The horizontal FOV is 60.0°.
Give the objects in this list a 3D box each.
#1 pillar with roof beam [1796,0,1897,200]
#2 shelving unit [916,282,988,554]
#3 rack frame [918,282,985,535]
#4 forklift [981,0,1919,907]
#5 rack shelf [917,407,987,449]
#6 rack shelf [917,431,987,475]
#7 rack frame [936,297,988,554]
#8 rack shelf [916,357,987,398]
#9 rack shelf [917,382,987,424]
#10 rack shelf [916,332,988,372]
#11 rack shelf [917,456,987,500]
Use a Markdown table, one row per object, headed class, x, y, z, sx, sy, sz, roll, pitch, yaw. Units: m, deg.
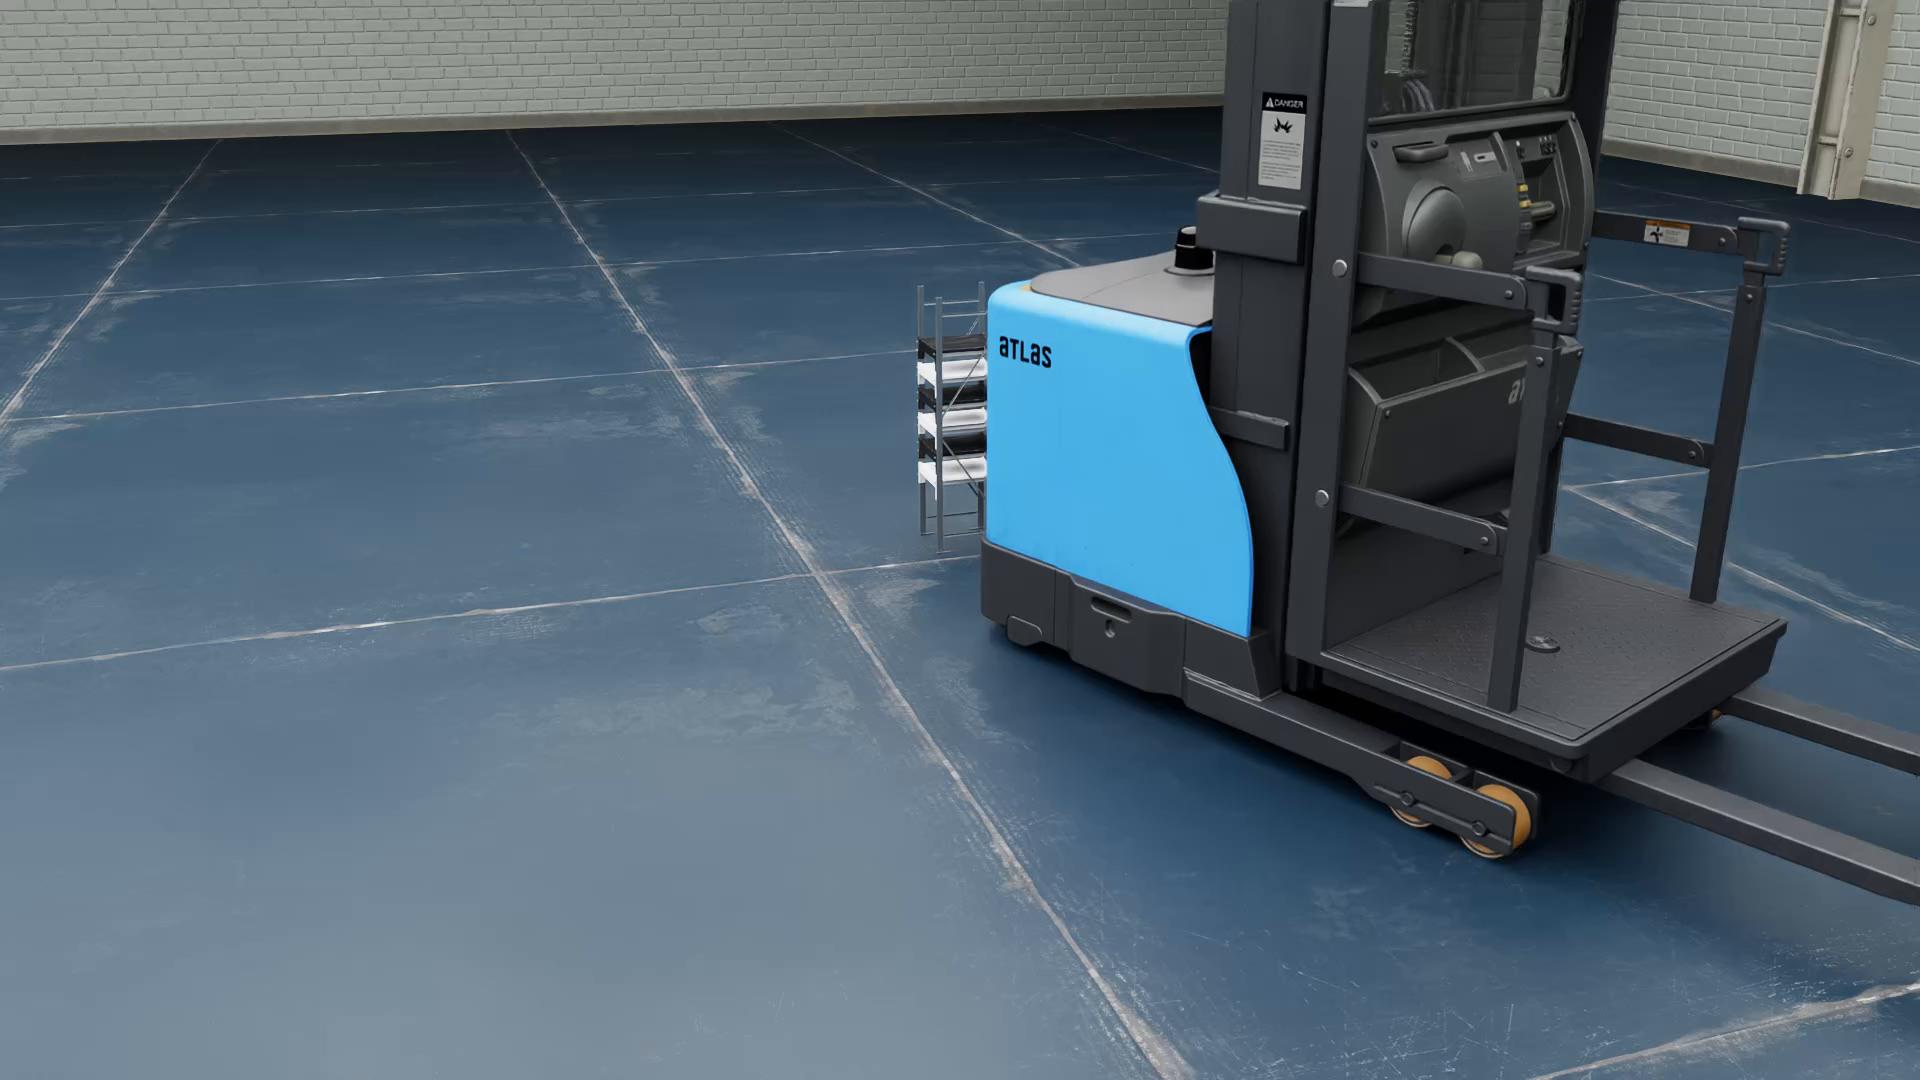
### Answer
| class | x | y | z | sx | sy | sz | roll | pitch | yaw |
| --- | --- | --- | --- | --- | --- | --- | --- | --- | --- |
| pillar with roof beam | 3.208 | -6.670 | 11.174 | 9.100 | 9.000 | 0.400 | -6 | 21 | -17 |
| shelving unit | 0.003 | -0.421 | 5.757 | 0.258 | 0.900 | 0.210 | -6 | 21 | -17 |
| rack frame | -0.029 | -0.454 | 5.848 | 0.240 | 0.900 | 0.006 | -6 | 21 | -17 |
| forklift | 1.422 | -0.836 | 3.907 | 1.130 | 2.935 | 3.031 | -17 | 26 | -39 |
| rack shelf | 0.003 | -0.390 | 5.768 | 0.258 | 0.077 | 0.200 | -6 | 21 | -17 |
| rack shelf | 0.003 | -0.305 | 5.799 | 0.258 | 0.077 | 0.200 | -6 | 21 | -17 |
| rack frame | 0.034 | -0.388 | 5.666 | 0.240 | 0.900 | 0.006 | -6 | 21 | -17 |
| rack shelf | 0.003 | -0.559 | 5.708 | 0.258 | 0.077 | 0.200 | -6 | 21 | -17 |
| rack shelf | 0.003 | -0.474 | 5.738 | 0.258 | 0.077 | 0.200 | -6 | 21 | -17 |
| rack shelf | 0.003 | -0.644 | 5.677 | 0.258 | 0.077 | 0.200 | -6 | 21 | -17 |
| rack shelf | 0.003 | -0.220 | 5.829 | 0.258 | 0.077 | 0.200 | -6 | 21 | -17 |
